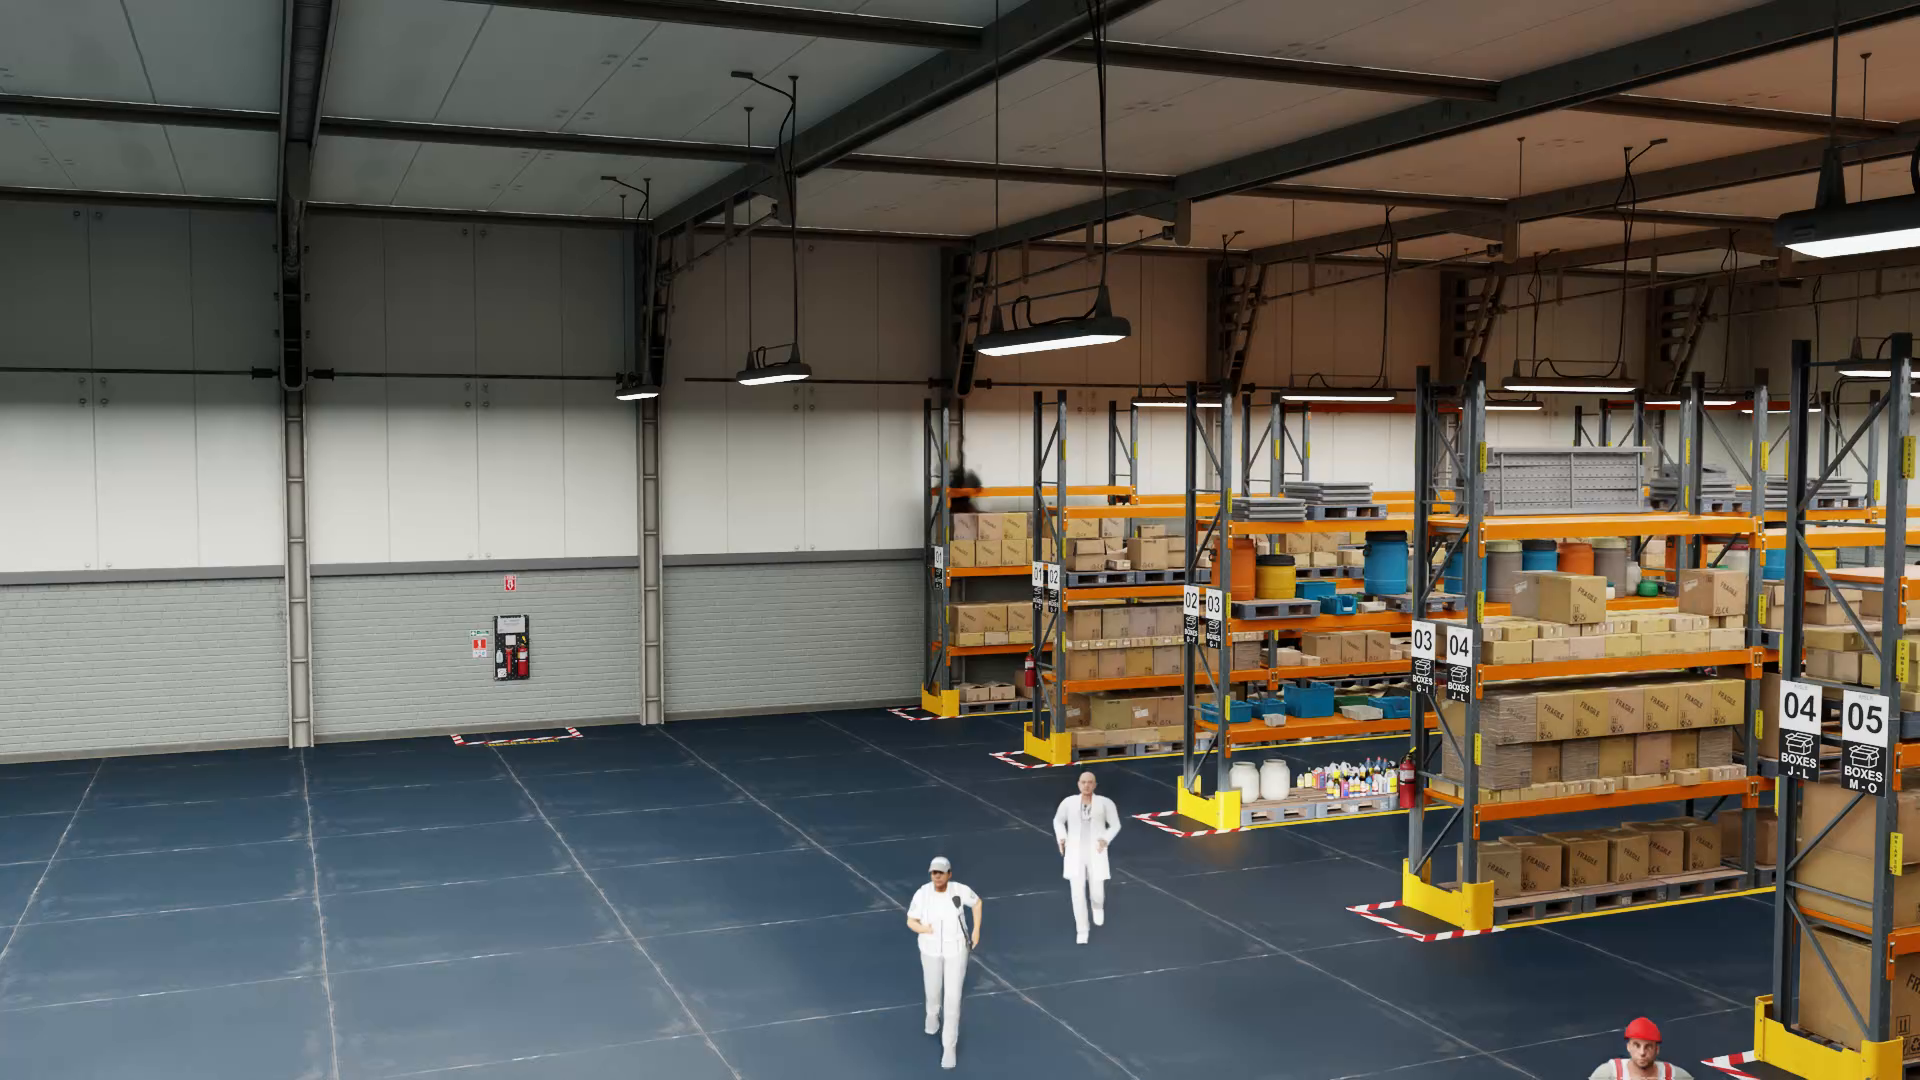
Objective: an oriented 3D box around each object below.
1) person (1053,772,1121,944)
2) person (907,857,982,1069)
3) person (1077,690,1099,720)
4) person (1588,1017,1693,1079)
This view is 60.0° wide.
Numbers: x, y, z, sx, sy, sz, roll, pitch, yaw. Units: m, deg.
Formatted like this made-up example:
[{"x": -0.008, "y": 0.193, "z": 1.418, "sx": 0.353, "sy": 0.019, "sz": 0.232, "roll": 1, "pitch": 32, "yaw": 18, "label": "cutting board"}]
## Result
[{"x": 1.312, "y": 3.276, "z": 17.325, "sx": 0.713, "sy": 1.730, "sz": 0.753, "roll": 1, "pitch": 3, "yaw": 9, "label": "person"}, {"x": -0.128, "y": 3.507, "z": 14.112, "sx": 0.611, "sy": 1.710, "sz": 0.889, "roll": 0, "pitch": 3, "yaw": 7, "label": "person"}, {"x": 2.303, "y": 2.590, "z": 29.183, "sx": 0.652, "sy": 1.733, "sz": 0.650, "roll": -2, "pitch": 4, "yaw": -28, "label": "person"}, {"x": 3.996, "y": 3.684, "z": 9.764, "sx": 0.682, "sy": 1.807, "sz": 0.850, "roll": 1, "pitch": 4, "yaw": 21, "label": "person"}]
